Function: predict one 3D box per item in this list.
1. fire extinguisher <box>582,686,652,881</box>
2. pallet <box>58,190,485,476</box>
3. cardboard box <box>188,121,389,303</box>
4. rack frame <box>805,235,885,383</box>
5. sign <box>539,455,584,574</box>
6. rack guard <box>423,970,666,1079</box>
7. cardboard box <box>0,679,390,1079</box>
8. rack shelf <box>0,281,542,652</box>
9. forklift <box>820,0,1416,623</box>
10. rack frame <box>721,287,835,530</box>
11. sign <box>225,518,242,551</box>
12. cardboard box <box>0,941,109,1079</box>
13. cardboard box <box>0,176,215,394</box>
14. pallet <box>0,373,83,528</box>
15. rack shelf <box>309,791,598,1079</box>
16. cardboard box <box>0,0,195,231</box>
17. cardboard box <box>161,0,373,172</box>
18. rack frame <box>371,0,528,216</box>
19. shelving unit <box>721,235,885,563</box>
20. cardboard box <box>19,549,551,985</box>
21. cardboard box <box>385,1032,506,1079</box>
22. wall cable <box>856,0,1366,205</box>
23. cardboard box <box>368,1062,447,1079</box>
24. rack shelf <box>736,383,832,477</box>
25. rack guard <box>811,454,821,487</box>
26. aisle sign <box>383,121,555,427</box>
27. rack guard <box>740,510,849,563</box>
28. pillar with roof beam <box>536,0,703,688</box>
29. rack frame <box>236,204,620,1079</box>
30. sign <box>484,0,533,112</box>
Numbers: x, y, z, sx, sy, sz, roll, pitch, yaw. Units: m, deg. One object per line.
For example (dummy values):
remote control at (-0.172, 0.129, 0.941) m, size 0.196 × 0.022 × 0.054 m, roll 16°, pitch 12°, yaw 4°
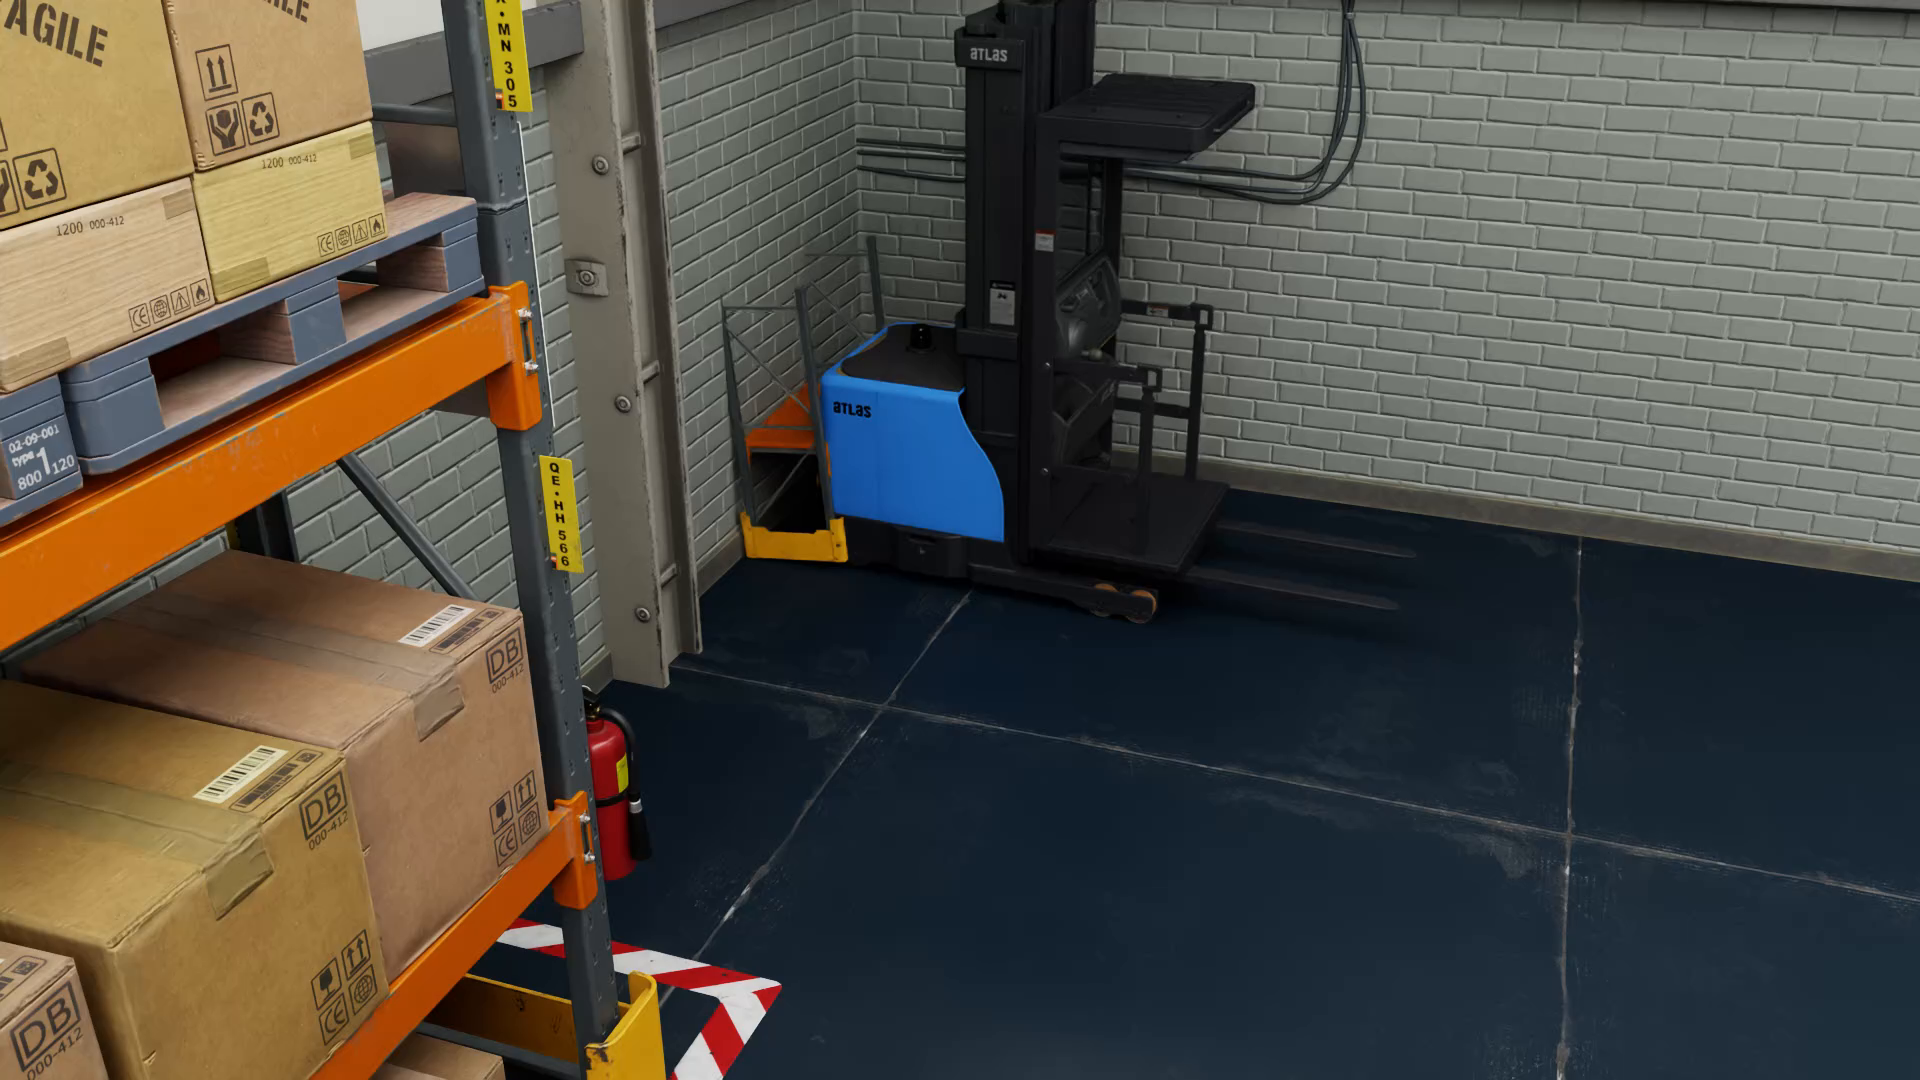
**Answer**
fire extinguisher at (-1.065, 0.686, 4.907) m, size 0.296 × 0.674 × 0.183 m, roll 9°, pitch 27°, yaw 17°
pallet at (-1.787, -0.525, 3.552) m, size 1.003 × 0.211 × 1.213 m, roll 9°, pitch 27°, yaw 17°
cardboard box at (-1.544, -0.699, 3.384) m, size 0.500 × 0.250 × 0.500 m, roll 10°, pitch 27°, yaw 19°
rack frame at (-0.642, -1.003, 9.537) m, size 0.500 × 1.500 × 0.032 m, roll 3°, pitch 25°, yaw 18°
sign at (-1.043, -0.065, 4.341) m, size 0.100 × 0.325 × 0.005 m, roll 9°, pitch 27°, yaw 17°
rack guard at (-1.542, 1.594, 5.385) m, size 1.175 × 0.500 × 0.348 m, roll 9°, pitch 27°, yaw 17°
cardboard box at (-1.942, 0.855, 3.697) m, size 0.980 × 0.700 × 0.700 m, roll 9°, pitch 27°, yaw 17°
rack shelf at (-2.216, 0.274, 2.625) m, size 1.077 × 0.370 × 4.000 m, roll 9°, pitch 27°, yaw 17°
forklift at (0.830, -1.161, 8.285) m, size 3.031 × 2.935 × 1.130 m, roll 10°, pitch 28°, yaw 19°
rack frame at (-0.948, -0.583, 8.662) m, size 0.500 × 1.500 × 0.032 m, roll 3°, pitch 25°, yaw 18°
sign at (-2.071, -0.030, 4.785) m, size 0.100 × 0.325 × 0.005 m, roll 9°, pitch 27°, yaw 17°
cardboard box at (-2.204, 1.167, 3.053) m, size 0.980 × 0.700 × 0.700 m, roll 7°, pitch 27°, yaw 15°
cardboard box at (-1.716, -0.485, 2.942) m, size 0.500 × 0.250 × 0.500 m, roll 8°, pitch 27°, yaw 15°
pallet at (-2.191, -0.022, 2.513) m, size 1.003 × 0.211 × 1.213 m, roll 9°, pitch 27°, yaw 17°
rack shelf at (-2.216, 1.624, 3.279) m, size 1.077 × 0.370 × 4.000 m, roll 9°, pitch 27°, yaw 17°
cardboard box at (-1.713, -0.831, 2.797) m, size 0.500 × 0.500 × 0.500 m, roll 10°, pitch 27°, yaw 19°
cardboard box at (-1.536, -1.035, 3.219) m, size 0.500 × 0.500 × 0.500 m, roll 9°, pitch 27°, yaw 17°
rack frame at (-1.550, -2.222, 3.512) m, size 1.000 × 3.000 × 0.127 m, roll 9°, pitch 27°, yaw 17°
shelving unit at (-0.792, -0.797, 9.107) m, size 0.587 × 1.500 × 1.083 m, roll 3°, pitch 25°, yaw 18°
cardboard box at (-1.710, 0.555, 4.318) m, size 0.980 × 0.700 × 0.700 m, roll 10°, pitch 28°, yaw 20°
cardboard box at (-1.689, 1.717, 4.649) m, size 0.700 × 0.500 × 0.500 m, roll 9°, pitch 27°, yaw 17°
wall cable at (0.669, -3.096, 8.882) m, size 3.097 × 2.526 × 0.112 m, roll 9°, pitch 27°, yaw 17°
cardboard box at (-1.560, 1.504, 4.344) m, size 0.380 × 0.149 × 0.250 m, roll 8°, pitch 27°, yaw 17°
rack shelf at (-0.779, -0.629, 9.172) m, size 0.538 × 0.185 × 1.000 m, roll 3°, pitch 25°, yaw 18°
rack guard at (-0.587, -0.433, 9.789) m, size 0.587 × 0.250 × 0.087 m, roll 3°, pitch 25°, yaw 18°
aisle sign at (-1.243, -0.678, 4.224) m, size 0.394 × 0.787 × 0.004 m, roll 9°, pitch 27°, yaw 17°
rack guard at (-0.886, -0.023, 8.932) m, size 0.587 × 0.250 × 0.087 m, roll 3°, pitch 25°, yaw 18°
pillar with roof beam at (2.592, -2.832, 4.773) m, size 9.100 × 9.000 × 0.400 m, roll 9°, pitch 27°, yaw 17°
rack frame at (-1.550, 0.479, 4.819) m, size 1.000 × 3.000 × 0.127 m, roll 9°, pitch 27°, yaw 17°
sign at (-1.043, -1.150, 3.816) m, size 0.100 × 0.325 × 0.005 m, roll 9°, pitch 27°, yaw 17°
